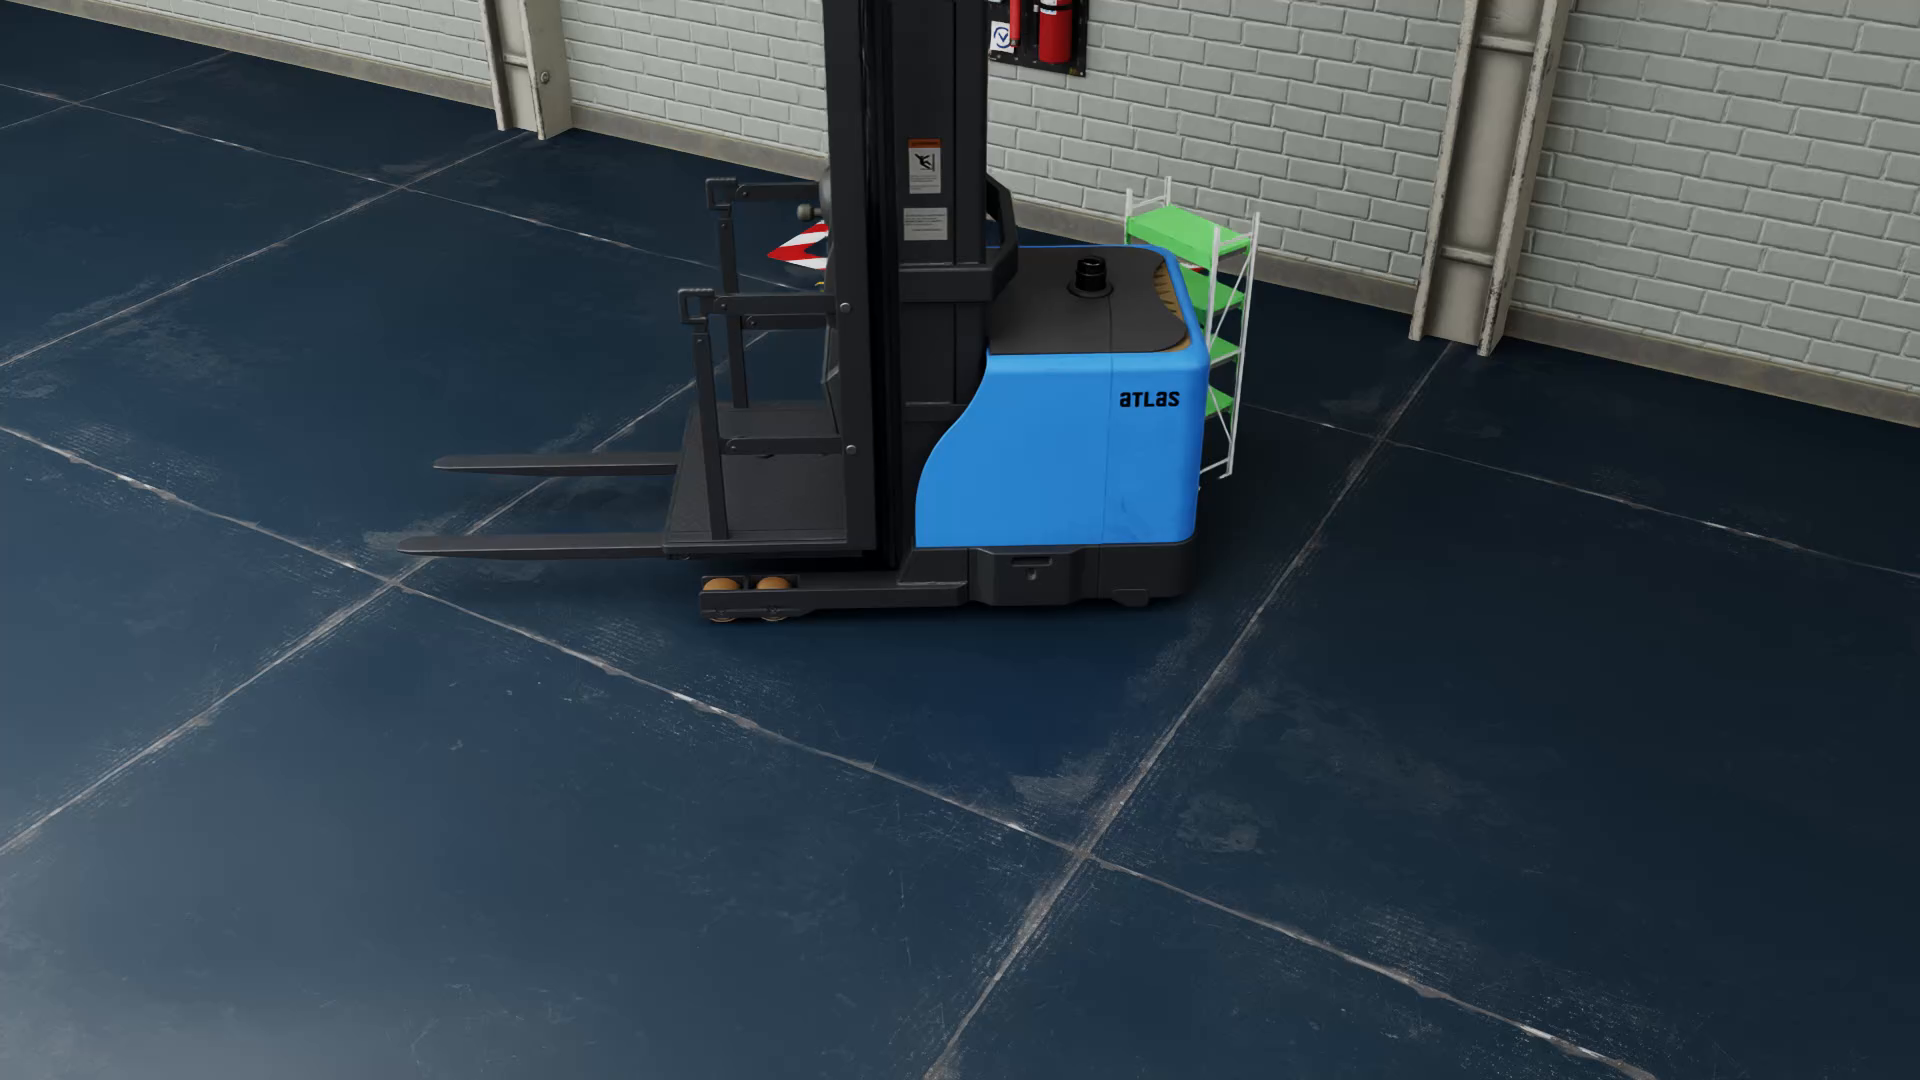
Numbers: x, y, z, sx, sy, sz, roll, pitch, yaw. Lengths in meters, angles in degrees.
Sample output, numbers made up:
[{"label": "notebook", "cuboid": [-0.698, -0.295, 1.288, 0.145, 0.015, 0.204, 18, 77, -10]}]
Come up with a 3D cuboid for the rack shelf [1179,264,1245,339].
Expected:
[{"label": "rack shelf", "cuboid": [0.923, -0.996, 6.845, 0.258, 0.148, 0.480, -24, 40, -32]}]

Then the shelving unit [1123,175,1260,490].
[{"label": "shelving unit", "cuboid": [0.922, -0.849, 6.942, 0.258, 1.200, 0.503, -24, 40, -32]}]

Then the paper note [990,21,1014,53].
[{"label": "paper note", "cuboid": [0.227, -2.681, 8.865, 0.142, 0.148, 0.016, 18, 37, 24]}]

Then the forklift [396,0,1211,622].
[{"label": "forklift", "cuboid": [-0.633, -1.208, 5.920, 3.031, 2.935, 1.130, -1, 34, -2]}]

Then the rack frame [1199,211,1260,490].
[{"label": "rack frame", "cuboid": [1.075, -0.744, 6.784, 0.240, 1.200, 0.015, -24, 40, -32]}]

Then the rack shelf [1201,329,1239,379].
[{"label": "rack shelf", "cuboid": [0.922, -0.796, 6.977, 0.258, 0.148, 0.480, -24, 40, -32]}]

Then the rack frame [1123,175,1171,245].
[{"label": "rack frame", "cuboid": [0.769, -0.955, 7.100, 0.240, 1.200, 0.015, -24, 40, -32]}]

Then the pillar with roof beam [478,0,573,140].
[{"label": "pillar with roof beam", "cuboid": [-4.872, -4.343, 5.154, 0.400, 9.000, 9.100, 18, 37, 24]}]

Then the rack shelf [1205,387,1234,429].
[{"label": "rack shelf", "cuboid": [0.921, -0.596, 7.110, 0.258, 0.148, 0.480, -24, 40, -32]}]

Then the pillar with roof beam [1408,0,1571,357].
[{"label": "pillar with roof beam", "cuboid": [0.337, -2.693, 2.676, 0.400, 9.000, 9.100, 18, 37, 24]}]

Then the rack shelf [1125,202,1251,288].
[{"label": "rack shelf", "cuboid": [0.923, -1.196, 6.712, 0.258, 0.148, 0.480, -24, 40, -32]}]

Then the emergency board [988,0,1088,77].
[{"label": "emergency board", "cuboid": [0.346, -2.966, 8.498, 0.643, 1.169, 0.194, 18, 37, 24]}]
